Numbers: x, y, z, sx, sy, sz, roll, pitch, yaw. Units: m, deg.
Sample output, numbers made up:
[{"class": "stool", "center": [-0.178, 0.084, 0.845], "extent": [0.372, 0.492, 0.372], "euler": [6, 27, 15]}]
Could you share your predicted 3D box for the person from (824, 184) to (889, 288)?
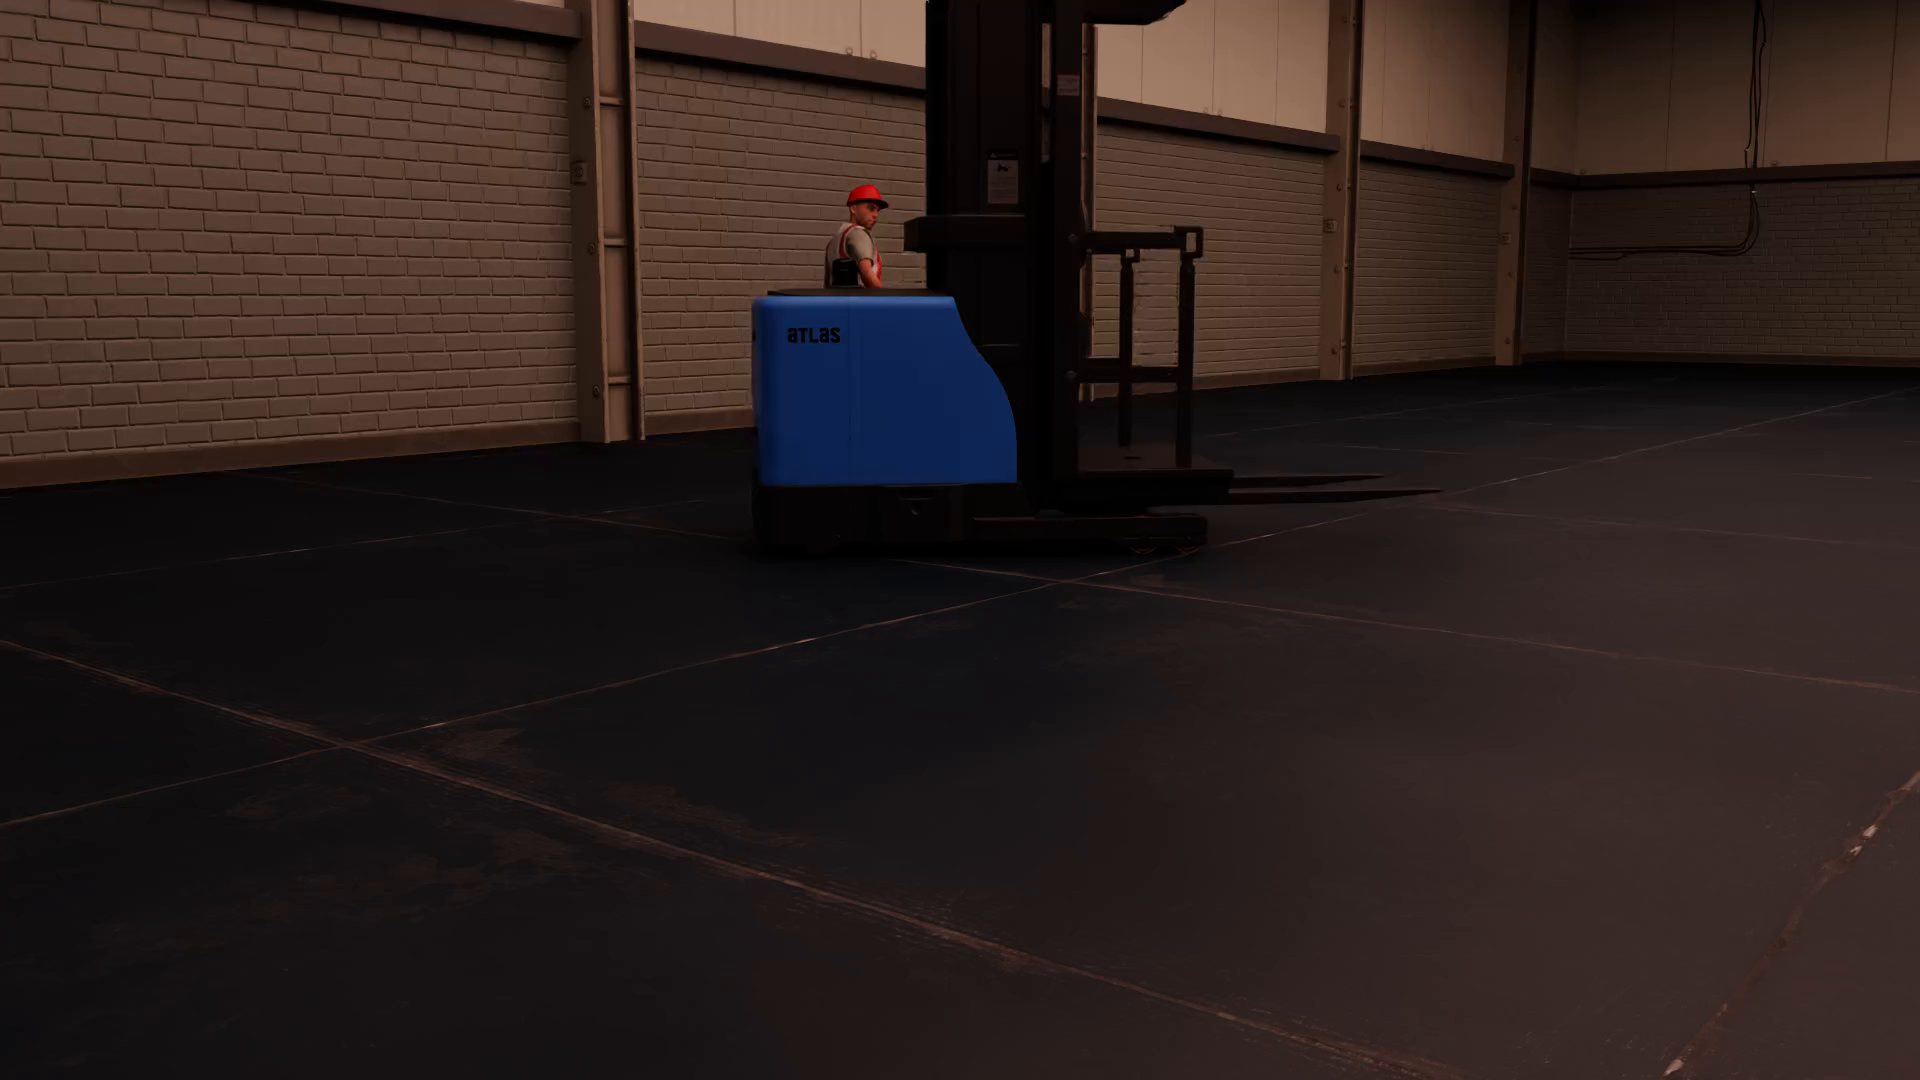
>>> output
[{"class": "person", "center": [-0.572, -1.306, 10.282], "extent": [0.502, 1.755, 0.745], "euler": [-6, 10, -34]}]

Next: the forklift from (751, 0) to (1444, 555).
[{"class": "forklift", "center": [0.603, -1.465, 7.294], "extent": [3.031, 2.935, 1.130], "euler": [-1, 8, -9]}]
